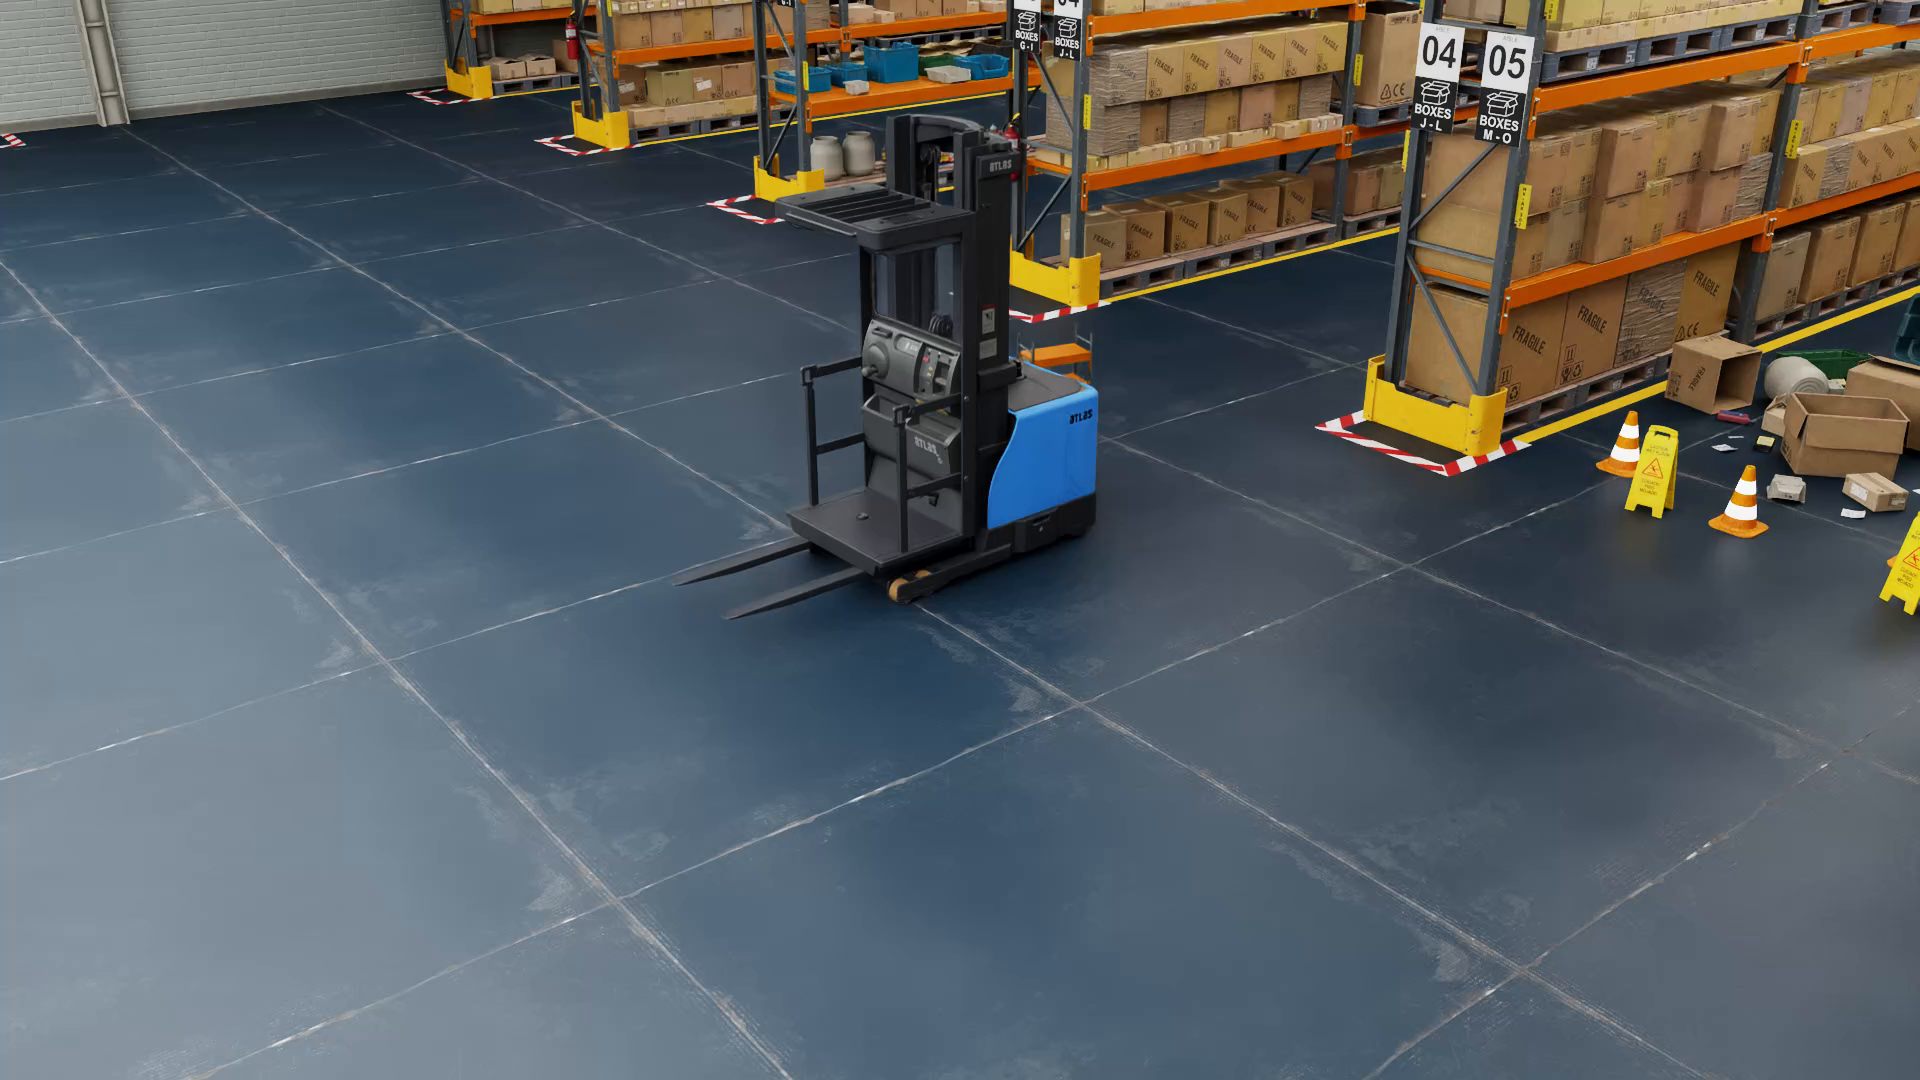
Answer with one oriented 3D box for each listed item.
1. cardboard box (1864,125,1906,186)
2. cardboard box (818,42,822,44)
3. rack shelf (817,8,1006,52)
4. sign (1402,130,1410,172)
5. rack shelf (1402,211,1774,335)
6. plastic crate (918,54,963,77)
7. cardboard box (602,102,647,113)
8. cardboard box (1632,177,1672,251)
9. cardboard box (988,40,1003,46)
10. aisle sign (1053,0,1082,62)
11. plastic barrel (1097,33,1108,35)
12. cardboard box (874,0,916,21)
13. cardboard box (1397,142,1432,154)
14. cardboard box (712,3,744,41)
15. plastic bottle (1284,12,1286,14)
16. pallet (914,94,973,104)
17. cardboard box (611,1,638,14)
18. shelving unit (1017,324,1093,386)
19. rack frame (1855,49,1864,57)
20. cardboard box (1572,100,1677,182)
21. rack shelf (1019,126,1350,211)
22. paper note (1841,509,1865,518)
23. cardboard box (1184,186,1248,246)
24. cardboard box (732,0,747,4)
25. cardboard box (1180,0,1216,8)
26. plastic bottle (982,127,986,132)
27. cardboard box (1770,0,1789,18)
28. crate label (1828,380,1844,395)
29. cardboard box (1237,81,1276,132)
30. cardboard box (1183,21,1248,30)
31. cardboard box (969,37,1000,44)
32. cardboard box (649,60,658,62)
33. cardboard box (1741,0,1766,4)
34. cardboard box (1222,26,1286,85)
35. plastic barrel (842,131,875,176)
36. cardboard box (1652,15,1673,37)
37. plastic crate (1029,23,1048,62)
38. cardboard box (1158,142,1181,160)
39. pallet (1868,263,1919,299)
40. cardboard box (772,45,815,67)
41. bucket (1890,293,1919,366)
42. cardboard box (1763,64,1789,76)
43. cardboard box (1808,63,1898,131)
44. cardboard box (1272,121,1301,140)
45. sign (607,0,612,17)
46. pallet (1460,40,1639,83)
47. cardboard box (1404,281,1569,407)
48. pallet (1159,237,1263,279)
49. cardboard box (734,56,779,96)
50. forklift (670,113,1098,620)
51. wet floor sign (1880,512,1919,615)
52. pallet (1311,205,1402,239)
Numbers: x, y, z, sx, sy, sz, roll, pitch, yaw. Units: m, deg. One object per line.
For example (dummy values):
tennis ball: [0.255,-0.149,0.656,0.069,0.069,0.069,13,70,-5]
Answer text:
cardboard box: [8.792,-3.777,16.206,0.500,0.500,0.500,-18,30,-33]
cardboard box: [-2.994,-9.689,31.510,0.500,0.500,0.700,-18,31,-34]
rack shelf: [-0.497,-8.437,27.221,4.000,0.370,1.077,-18,31,-34]
sign: [3.549,-3.069,13.142,0.005,0.325,0.100,-18,31,-34]
rack shelf: [5.447,-2.446,14.312,4.000,0.370,1.077,-18,31,-34]
plastic crate: [-0.259,-6.247,21.898,0.662,0.188,0.450,-18,31,-34]
cardboard box: [-4.978,-6.385,24.712,0.500,0.250,0.500,-18,31,-34]
cardboard box: [5.466,-2.837,14.123,0.500,0.550,0.875,-18,31,-34]
cardboard box: [0.817,-8.263,28.092,0.500,0.311,0.500,-17,30,-33]
aisle sign: [1.028,-4.986,15.842,0.004,0.787,0.394,-18,31,-34]
plastic barrel: [1.871,-6.839,22.762,0.433,0.535,0.433,0,25,0]
cardboard box: [-1.042,-8.620,26.642,0.500,0.500,0.500,-16,29,-30]
cardboard box: [5.802,-4.587,20.518,0.500,0.500,0.700,-15,29,-30]
cardboard box: [-3.626,-7.770,24.810,0.500,0.500,0.700,-17,30,-33]
plastic bottle: [5.085,-8.131,25.846,0.133,0.283,0.061,-18,31,-34]
pallet: [-0.554,-7.502,27.664,1.213,0.211,1.003,-18,31,-34]
cardboard box: [-4.776,-7.575,23.619,0.250,0.149,0.380,-19,31,-34]
shelving unit: [0.695,-0.969,12.409,0.503,1.200,0.258,-11,27,-24]
rack frame: [13.482,-8.078,25.593,0.127,3.000,1.000,-18,31,-34]
cardboard box: [5.426,-3.349,13.941,0.500,0.550,0.875,-18,31,-34]
rack shelf: [2.466,-4.115,17.909,4.000,0.370,1.077,-18,31,-34]
paper note: [6.522,-0.197,12.139,0.148,0.019,0.142,15,29,29]
cardboard box: [2.814,-3.588,18.389,0.500,0.500,0.500,-22,33,-38]
cardboard box: [-3.360,-8.042,24.627,0.250,0.149,0.380,-17,30,-32]
cardboard box: [2.225,-5.518,16.690,0.500,0.250,0.500,-18,31,-34]
plastic bottle: [0.290,-5.504,22.749,0.133,0.283,0.061,-18,31,-34]
cardboard box: [6.733,-4.508,14.018,0.250,0.149,0.380,-18,30,-33]
crate label: [7.483,-1.289,14.364,0.298,0.136,0.250,5,25,11]
cardboard box: [2.901,-4.763,17.979,0.500,0.500,0.875,-18,31,-34]
cardboard box: [2.742,-5.302,17.952,0.500,0.500,0.500,-18,31,-34]
cardboard box: [0.484,-8.442,28.477,0.500,0.311,0.500,-17,30,-32]
cardboard box: [-5.533,-8.649,29.666,0.380,0.166,0.250,22,33,39]
cardboard box: [6.393,-4.611,13.766,0.500,0.250,0.500,-18,31,-34]
cardboard box: [3.068,-5.127,17.574,0.500,0.500,0.500,-18,31,-34]
plastic barrel: [-1.299,-4.951,21.312,0.421,0.512,0.421,0,25,0]
cardboard box: [5.333,-4.046,13.022,0.250,0.149,0.380,-19,31,-34]
plastic crate: [1.175,-6.858,22.888,0.583,0.464,0.402,-18,31,-34]
cardboard box: [2.063,-4.056,17.225,0.250,0.149,0.380,-18,31,-34]
pallet: [9.501,-2.886,17.718,1.213,0.211,1.003,-18,31,-34]
cardboard box: [-2.629,-7.510,26.246,0.500,0.500,0.500,-18,31,-34]
bucket: [8.336,-1.697,13.927,0.620,0.611,0.726,2,23,-21]
cardboard box: [11.612,-6.645,24.529,0.875,0.875,0.875,-18,31,-34]
cardboard box: [8.607,-4.318,16.184,0.500,0.500,0.700,-19,31,-35]
cardboard box: [3.487,-4.485,18.150,0.250,0.149,0.380,-18,31,-34]
sign: [-4.880,-7.448,23.112,0.005,0.325,0.100,-18,31,-34]
pallet: [4.450,-3.769,12.851,1.213,0.211,1.003,-18,31,-34]
cardboard box: [4.366,-1.677,13.826,0.875,0.875,0.875,-18,30,-34]
pallet: [2.572,-3.191,18.376,1.213,0.211,1.003,-18,31,-34]
cardboard box: [-3.092,-7.077,25.313,0.500,0.500,0.500,-18,31,-34]
forklift: [-0.483,-1.159,10.766,3.031,2.935,1.130,-19,31,-36]
wet floor sign: [6.197,0.124,10.717,0.232,0.644,0.267,-8,26,-16]
pallet: [4.651,-3.899,19.900,1.213,0.211,1.003,-18,31,-34]
